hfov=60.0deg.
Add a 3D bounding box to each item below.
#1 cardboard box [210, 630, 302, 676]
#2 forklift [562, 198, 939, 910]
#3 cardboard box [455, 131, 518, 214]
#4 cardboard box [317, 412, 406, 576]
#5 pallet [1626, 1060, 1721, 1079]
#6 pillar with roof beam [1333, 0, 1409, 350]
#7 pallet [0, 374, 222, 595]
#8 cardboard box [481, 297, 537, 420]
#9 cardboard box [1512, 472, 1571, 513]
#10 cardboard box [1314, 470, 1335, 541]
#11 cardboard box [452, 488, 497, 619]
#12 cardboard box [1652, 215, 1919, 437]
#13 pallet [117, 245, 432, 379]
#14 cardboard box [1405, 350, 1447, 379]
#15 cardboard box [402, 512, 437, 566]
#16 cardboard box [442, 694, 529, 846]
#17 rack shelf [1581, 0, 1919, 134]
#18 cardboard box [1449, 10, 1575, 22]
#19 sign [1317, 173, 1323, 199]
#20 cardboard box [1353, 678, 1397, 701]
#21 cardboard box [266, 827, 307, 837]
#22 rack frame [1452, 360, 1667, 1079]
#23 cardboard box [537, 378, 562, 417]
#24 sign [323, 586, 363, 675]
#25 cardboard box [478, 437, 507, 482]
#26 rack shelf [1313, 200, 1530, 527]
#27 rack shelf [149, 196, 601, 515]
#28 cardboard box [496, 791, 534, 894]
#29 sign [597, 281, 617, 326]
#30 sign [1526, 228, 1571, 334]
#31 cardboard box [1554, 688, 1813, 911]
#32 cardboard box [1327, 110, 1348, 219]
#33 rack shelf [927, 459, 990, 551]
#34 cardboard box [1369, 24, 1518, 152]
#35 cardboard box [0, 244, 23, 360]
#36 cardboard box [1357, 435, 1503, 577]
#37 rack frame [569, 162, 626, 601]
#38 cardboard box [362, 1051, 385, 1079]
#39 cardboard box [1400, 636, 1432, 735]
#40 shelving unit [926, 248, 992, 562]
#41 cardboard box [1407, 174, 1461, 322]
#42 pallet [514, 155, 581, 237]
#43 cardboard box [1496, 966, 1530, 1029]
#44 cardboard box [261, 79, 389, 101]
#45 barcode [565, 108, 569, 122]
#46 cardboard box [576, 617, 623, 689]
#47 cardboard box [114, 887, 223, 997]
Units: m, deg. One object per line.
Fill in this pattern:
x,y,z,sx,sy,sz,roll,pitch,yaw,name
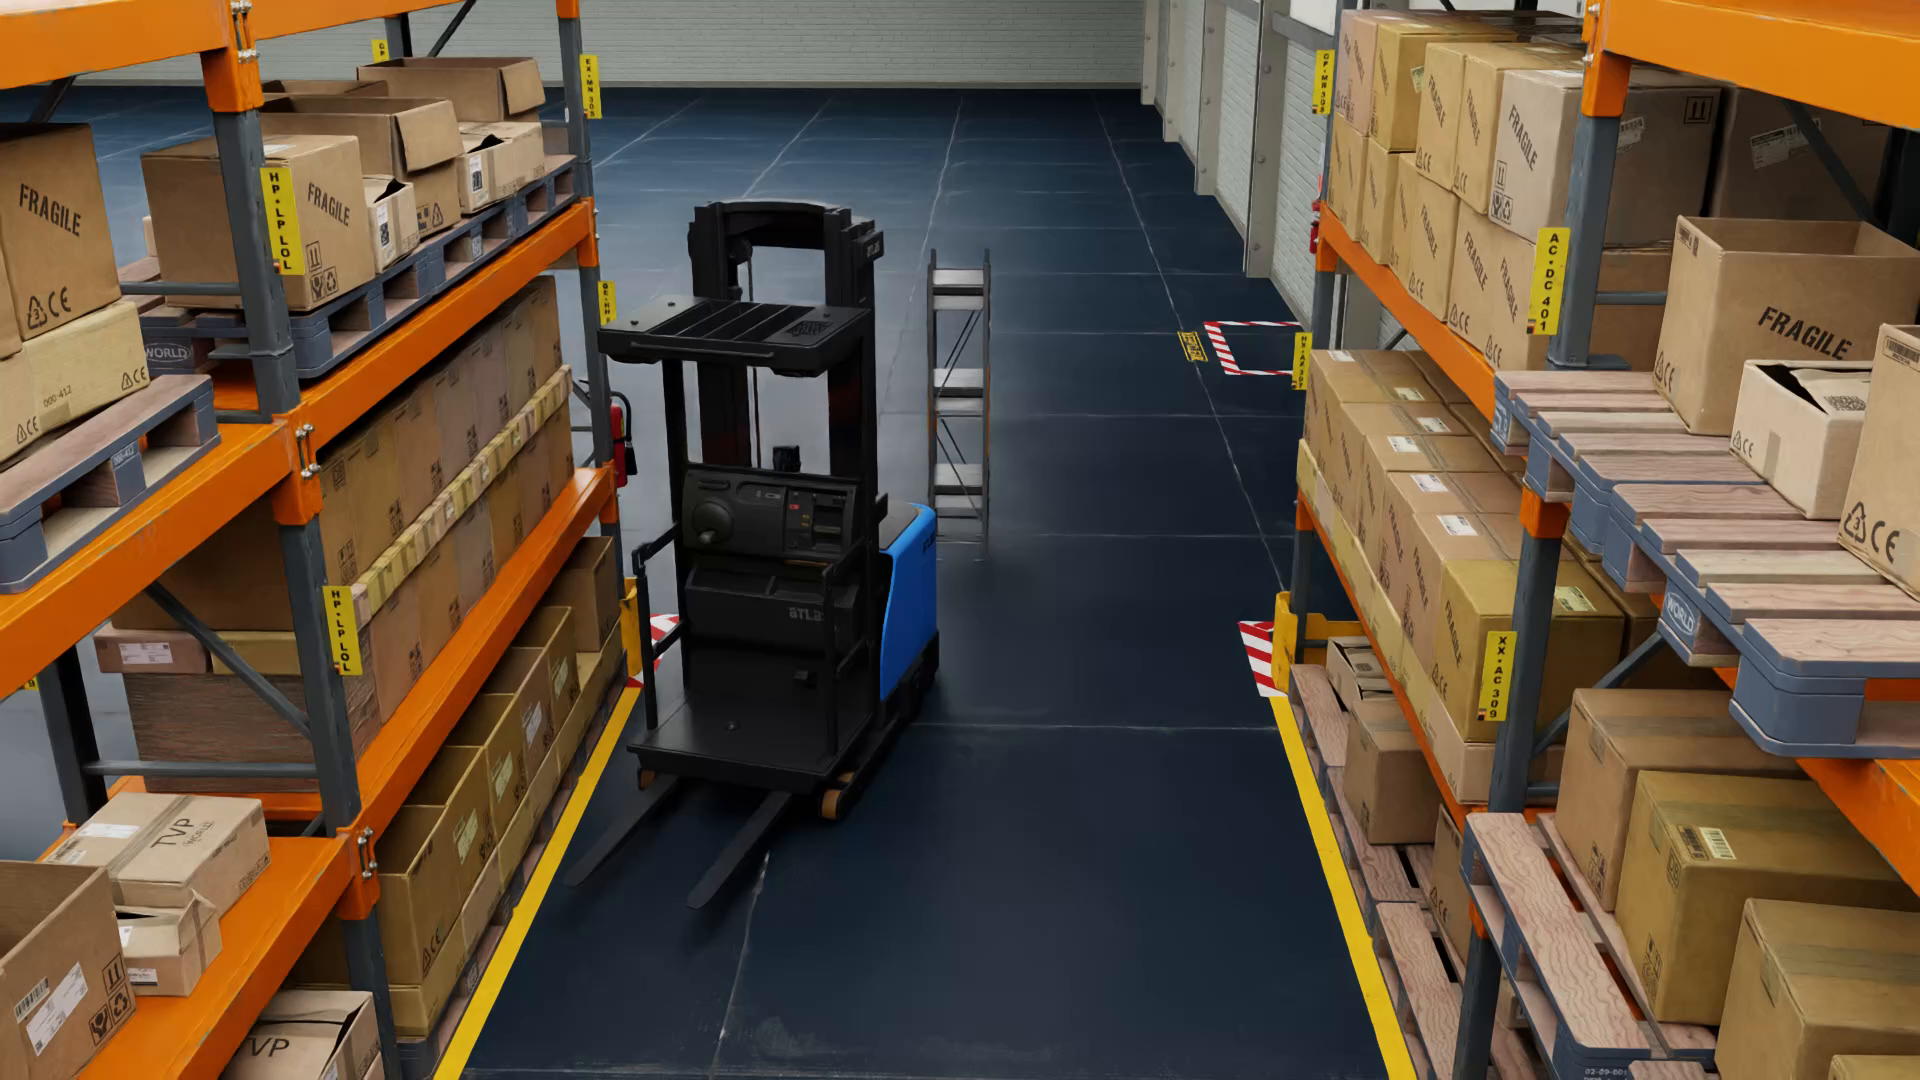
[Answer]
-2.423,0.363,5.912,0.380,0.149,0.250,1,21,2,cardboard box
-1.032,-0.107,8.254,1.130,2.935,3.031,6,22,15,forklift
-2.291,-1.637,7.303,0.500,0.311,0.500,3,21,8,cardboard box
-2.603,-0.188,6.434,0.700,0.500,0.500,1,21,1,cardboard box
2.225,1.680,3.818,1.003,0.211,1.213,1,21,2,pallet
-0.828,-5.337,13.344,9.100,9.000,0.400,1,21,2,pillar with roof beam
-2.638,-0.183,4.472,0.805,0.209,1.217,0,21,-1,pallet
-2.542,-0.913,8.303,0.700,0.500,0.500,0,21,0,cardboard box
2.590,0.036,6.931,0.500,0.500,0.500,1,21,3,cardboard box
2.115,-0.165,8.486,0.500,0.250,0.500,0,21,0,cardboard box
-2.574,0.043,7.634,0.700,0.500,0.500,1,21,3,cardboard box
2.231,-0.584,4.521,0.500,0.500,0.500,4,22,9,cardboard box
-2.624,-0.859,6.071,1.003,0.211,1.213,1,21,2,pallet
2.647,-0.702,8.835,0.500,0.500,0.500,0,21,1,cardboard box
-2.393,-0.006,6.864,0.380,0.149,0.250,0,21,0,cardboard box
-2.267,1.018,7.443,0.500,0.500,0.500,1,21,2,cardboard box
2.266,-0.692,2.919,1.077,0.370,4.000,1,21,2,rack shelf
2.697,-2.348,8.238,0.500,0.500,0.500,2,21,4,cardboard box
3.708,-3.601,17.115,0.001,0.329,0.234,1,21,2,sign
2.320,0.918,8.626,0.500,0.311,0.500,2,21,6,cardboard box
-2.802,1.193,6.992,0.500,0.500,0.500,1,21,2,cardboard box
2.327,0.860,5.665,1.000,3.000,0.127,1,21,2,rack frame
-2.331,-0.753,8.789,0.380,0.149,0.250,1,21,3,cardboard box
-2.082,0.307,5.601,0.100,0.325,0.005,1,21,2,sign
-2.362,-0.380,7.826,0.380,0.149,0.250,1,21,3,cardboard box
2.388,-0.926,7.117,1.077,0.370,4.000,1,21,2,rack shelf
-2.564,-0.979,7.254,1.077,0.370,4.000,1,21,2,rack shelf
-2.267,1.367,7.579,0.500,0.250,0.500,1,21,2,cardboard box
-1.961,-1.278,9.249,0.100,0.325,0.005,1,21,2,sign
1.784,-0.782,5.037,0.100,0.325,0.005,1,21,2,sign
2.278,0.792,5.094,0.700,0.500,0.500,1,21,2,cardboard box
2.189,-1.922,8.524,0.500,0.500,0.500,1,21,3,cardboard box
-0.005,-0.254,11.753,0.431,0.518,0.480,1,21,2,rack shelf
2.124,-2.004,7.352,0.500,0.500,0.500,1,21,3,cardboard box
-2.677,-0.638,3.970,0.500,0.500,0.500,3,21,7,cardboard box
2.083,-0.154,7.421,0.500,0.500,0.500,1,21,3,cardboard box
-2.503,-0.639,9.530,1.000,3.000,0.127,1,21,2,rack frame
-2.347,2.046,5.829,0.500,0.250,0.500,0,21,1,cardboard box
2.062,0.566,6.603,0.500,0.250,0.500,1,21,2,cardboard box
-0.005,-0.919,11.495,0.431,2.100,0.503,1,21,2,shelving unit
2.102,-1.163,6.567,0.500,0.500,0.500,0,21,0,cardboard box
-2.550,-1.741,8.345,1.003,0.211,1.213,1,21,2,pallet
2.313,1.782,6.598,0.380,0.166,0.250,-2,21,-5,cardboard box
-2.826,-1.748,7.328,0.500,0.500,0.500,1,21,2,cardboard box
-2.030,-2.194,8.587,0.001,0.075,0.075,1,21,2,barcode
-2.224,0.644,9.443,0.500,0.250,0.500,1,21,2,cardboard box
-2.468,1.190,5.002,0.396,0.266,0.258,0,21,0,cardboard box
